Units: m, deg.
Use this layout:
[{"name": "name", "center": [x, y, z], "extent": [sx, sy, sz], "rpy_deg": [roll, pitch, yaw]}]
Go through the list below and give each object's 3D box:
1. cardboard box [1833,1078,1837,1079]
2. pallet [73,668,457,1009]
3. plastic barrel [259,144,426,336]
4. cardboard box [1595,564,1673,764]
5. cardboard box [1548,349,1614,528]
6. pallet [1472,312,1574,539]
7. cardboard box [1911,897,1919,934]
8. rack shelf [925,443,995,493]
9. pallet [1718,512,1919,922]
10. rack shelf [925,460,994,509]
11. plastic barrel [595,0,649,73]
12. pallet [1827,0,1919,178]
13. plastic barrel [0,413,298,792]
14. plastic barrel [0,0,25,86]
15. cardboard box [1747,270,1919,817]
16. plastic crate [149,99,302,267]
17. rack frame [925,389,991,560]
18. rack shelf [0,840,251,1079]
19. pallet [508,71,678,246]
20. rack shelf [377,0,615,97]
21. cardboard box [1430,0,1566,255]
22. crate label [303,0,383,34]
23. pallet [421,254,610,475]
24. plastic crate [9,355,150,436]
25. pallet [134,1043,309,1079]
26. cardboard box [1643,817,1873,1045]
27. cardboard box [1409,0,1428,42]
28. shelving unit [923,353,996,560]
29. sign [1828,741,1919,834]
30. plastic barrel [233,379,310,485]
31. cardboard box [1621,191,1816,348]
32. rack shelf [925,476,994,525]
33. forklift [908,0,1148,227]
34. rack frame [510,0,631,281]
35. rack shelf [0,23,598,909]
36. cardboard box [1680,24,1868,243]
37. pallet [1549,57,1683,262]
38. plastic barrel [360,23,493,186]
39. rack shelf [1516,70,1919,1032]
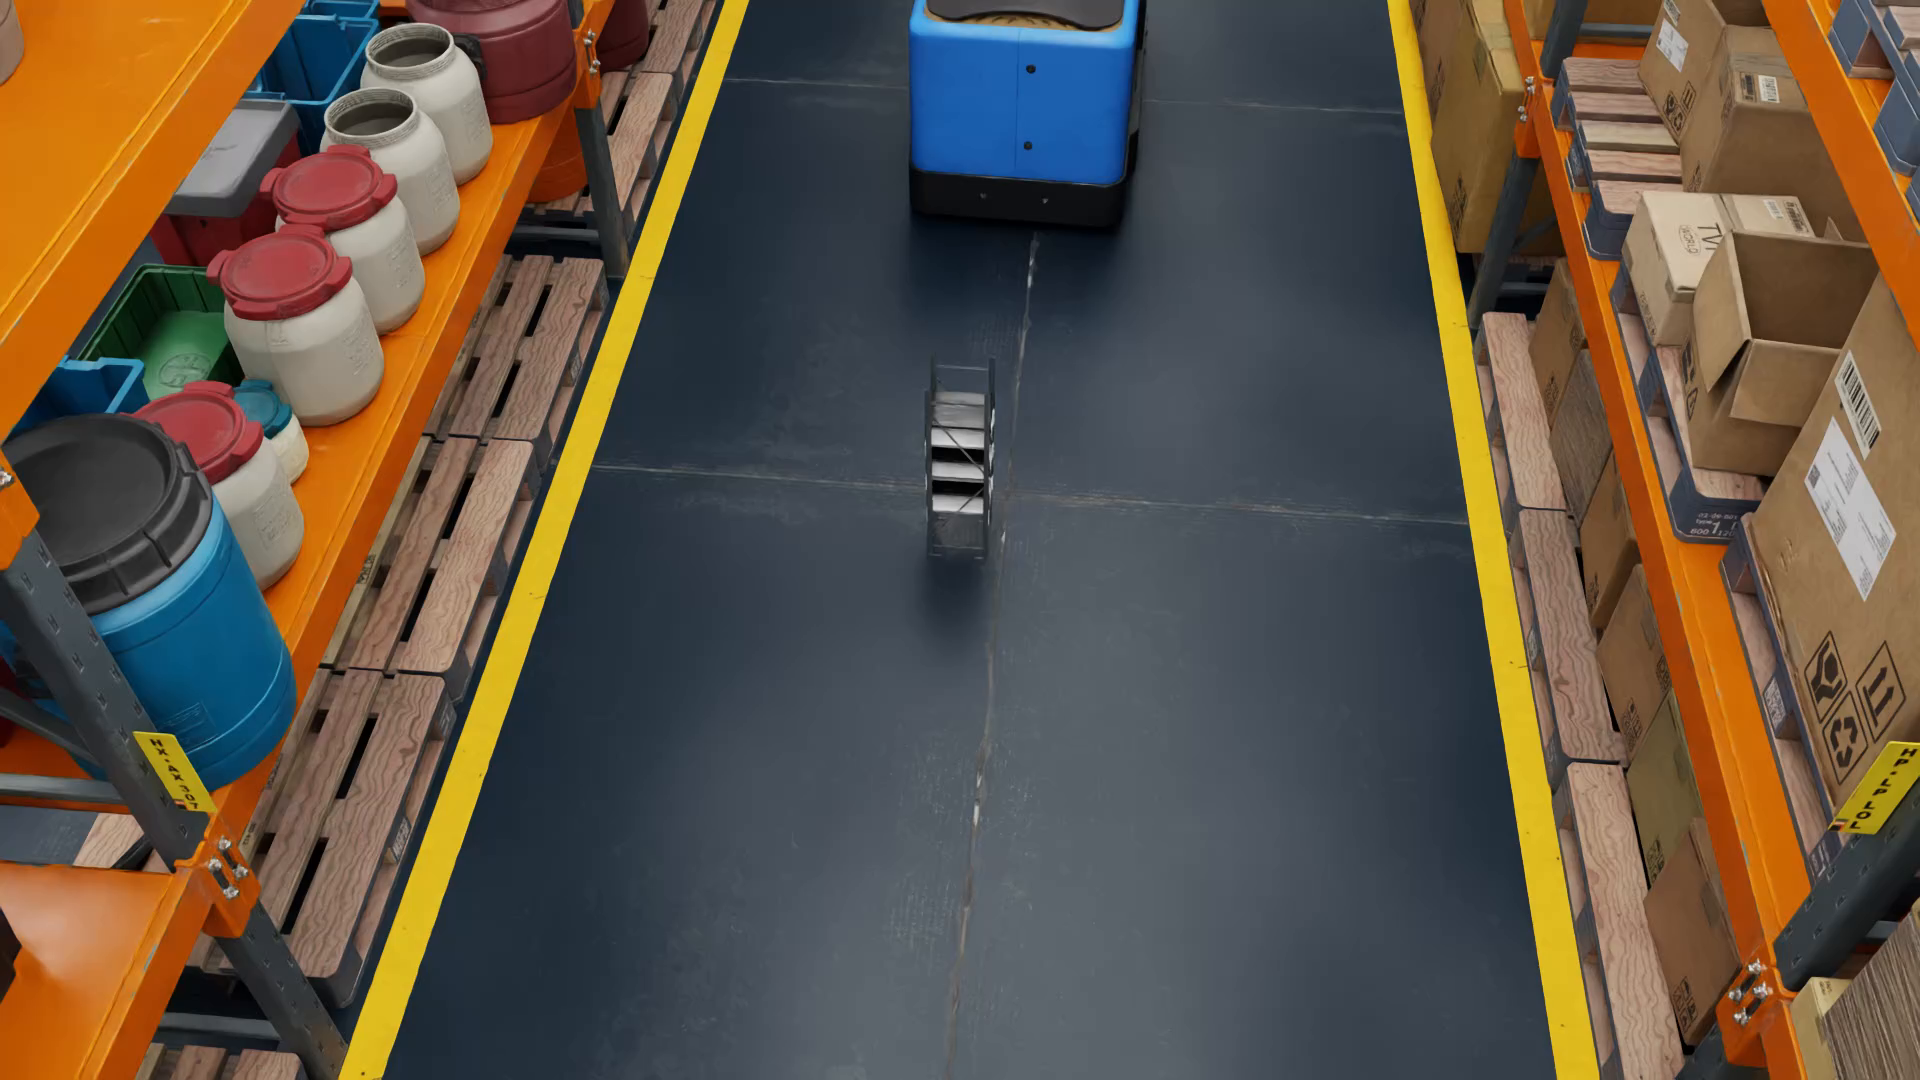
[{"name": "cardboard box", "center": [2.129, 1.353, 3.676], "extent": [0.380, 0.149, 0.250], "rpy_deg": [4, 48, 4]}, {"name": "pallet", "center": [-2.416, 0.976, 5.740], "extent": [1.003, 0.211, 1.213], "rpy_deg": [4, 48, 4]}, {"name": "plastic barrel", "center": [-2.037, -0.977, 5.545], "extent": [0.433, 0.535, 0.433], "rpy_deg": [0, 48, 0]}, {"name": "cardboard box", "center": [2.674, 0.432, 5.743], "extent": [0.700, 0.500, 0.500], "rpy_deg": [0, 48, 0]}, {"name": "cardboard box", "center": [2.769, -0.395, 6.500], "extent": [0.700, 0.500, 0.500], "rpy_deg": [0, 48, 0]}, {"name": "pallet", "center": [2.775, -0.477, 7.069], "extent": [1.003, 0.211, 1.213], "rpy_deg": [4, 48, 4]}, {"name": "cardboard box", "center": [2.189, 0.789, 3.074], "extent": [0.500, 0.500, 0.500], "rpy_deg": [4, 48, 4]}, {"name": "rack shelf", "center": [0.001, -0.287, 6.474], "extent": [0.258, 0.077, 0.200], "rpy_deg": [4, 48, 4]}, {"name": "pallet", "center": [2.698, 0.460, 4.452], "extent": [1.003, 0.211, 1.213], "rpy_deg": [4, 48, 4]}, {"name": "rack shelf", "center": [0.001, -0.226, 6.540], "extent": [0.258, 0.077, 0.200], "rpy_deg": [4, 48, 4]}, {"name": "plastic barrel", "center": [-1.954, -2.843, 8.693], "extent": [0.600, 0.588, 0.708], "rpy_deg": [4, 48, 4]}, {"name": "pallet", "center": [2.737, -1.210, 3.945], "extent": [1.213, 0.211, 1.003], "rpy_deg": [4, 48, 4]}, {"name": "plastic barrel", "center": [-2.112, 0.182, 4.237], "extent": [0.600, 0.901, 0.708], "rpy_deg": [4, 48, 4]}, {"name": "plastic barrel", "center": [-2.559, -1.436, 3.684], "extent": [0.600, 0.901, 0.600], "rpy_deg": [0, 48, 0]}, {"name": "cardboard box", "center": [2.695, 0.029, 4.026], "extent": [1.000, 1.000, 1.000], "rpy_deg": [4, 48, 4]}, {"name": "plastic crate", "center": [-2.536, -1.180, 5.779], "extent": [0.402, 0.464, 0.583], "rpy_deg": [4, 48, 4]}, {"name": "rack frame", "center": [-0.009, -0.235, 6.381], "extent": [0.240, 0.900, 0.006], "rpy_deg": [4, 48, 4]}, {"name": "rack shelf", "center": [-2.631, 2.327, 3.103], "extent": [1.077, 0.370, 4.000], "rpy_deg": [4, 48, 4]}, {"name": "pallet", "center": [-2.054, -1.966, 8.431], "extent": [1.003, 0.211, 1.213], "rpy_deg": [4, 48, 4]}, {"name": "rack shelf", "center": [-1.902, -3.552, 8.479], "extent": [1.077, 0.370, 4.000], "rpy_deg": [4, 48, 4]}, {"name": "cardboard box", "center": [2.932, -1.922, 7.657], "extent": [1.225, 0.875, 0.875], "rpy_deg": [2, 48, 2]}, {"name": "crate label", "center": [-2.496, -1.984, 6.671], "extent": [0.303, 0.233, 0.416], "rpy_deg": [4, 48, 4]}, {"name": "pallet", "center": [-2.194, -0.817, 7.380], "extent": [1.003, 0.211, 1.213], "rpy_deg": [4, 48, 4]}, {"name": "plastic crate", "center": [-2.658, -0.212, 4.948], "extent": [0.392, 0.384, 0.575], "rpy_deg": [4, 48, 4]}, {"name": "pallet", "center": [-2.552, 2.046, 4.761], "extent": [1.003, 0.211, 1.213], "rpy_deg": [4, 48, 4]}, {"name": "cardboard box", "center": [2.561, 1.193, 5.048], "extent": [0.700, 0.500, 0.500], "rpy_deg": [1, 48, 1]}, {"name": "cardboard box", "center": [3.094, -3.228, 8.850], "extent": [1.225, 0.875, 0.875], "rpy_deg": [2, 48, 2]}, {"name": "shelving unit", "center": [0.001, -0.310, 6.449], "extent": [0.258, 0.900, 0.210], "rpy_deg": [4, 48, 4]}, {"name": "sign", "center": [1.930, 0.522, 3.481], "extent": [0.100, 0.325, 0.005], "rpy_deg": [4, 48, 4]}, {"name": "plastic barrel", "center": [-2.176, -0.301, 5.112], "extent": [0.301, 0.262, 0.301], "rpy_deg": [0, 48, 0]}, {"name": "cardboard box", "center": [2.466, -0.867, 5.353], "extent": [0.500, 0.250, 0.500], "rpy_deg": [3, 48, 2]}, {"name": "rack shelf", "center": [0.001, -0.166, 6.607], "extent": [0.258, 0.077, 0.200], "rpy_deg": [4, 48, 4]}, {"name": "forklift", "center": [0.452, -3.607, 8.089], "extent": [1.130, 2.935, 3.031], "rpy_deg": [5, 48, 5]}, {"name": "rack frame", "center": [-2.084, -2.325, 6.870], "extent": [1.000, 3.000, 0.127], "rpy_deg": [4, 48, 4]}, {"name": "rack shelf", "center": [-2.267, -0.613, 5.791], "extent": [1.077, 0.370, 4.000], "rpy_deg": [4, 48, 4]}, {"name": "cardboard box", "center": [2.887, -1.351, 5.626], "extent": [0.700, 0.500, 0.500], "rpy_deg": [10, 48, 9]}, {"name": "pallet", "center": [2.889, -1.396, 6.150], "extent": [1.213, 0.211, 1.003], "rpy_deg": [4, 48, 4]}, {"name": "plastic barrel", "center": [-1.965, -1.592, 6.124], "extent": [0.421, 0.512, 0.421], "rpy_deg": [0, 48, 0]}, {"name": "rack shelf", "center": [2.666, -0.279, 5.486], "extent": [1.077, 0.370, 4.000], "rpy_deg": [4, 48, 4]}]
